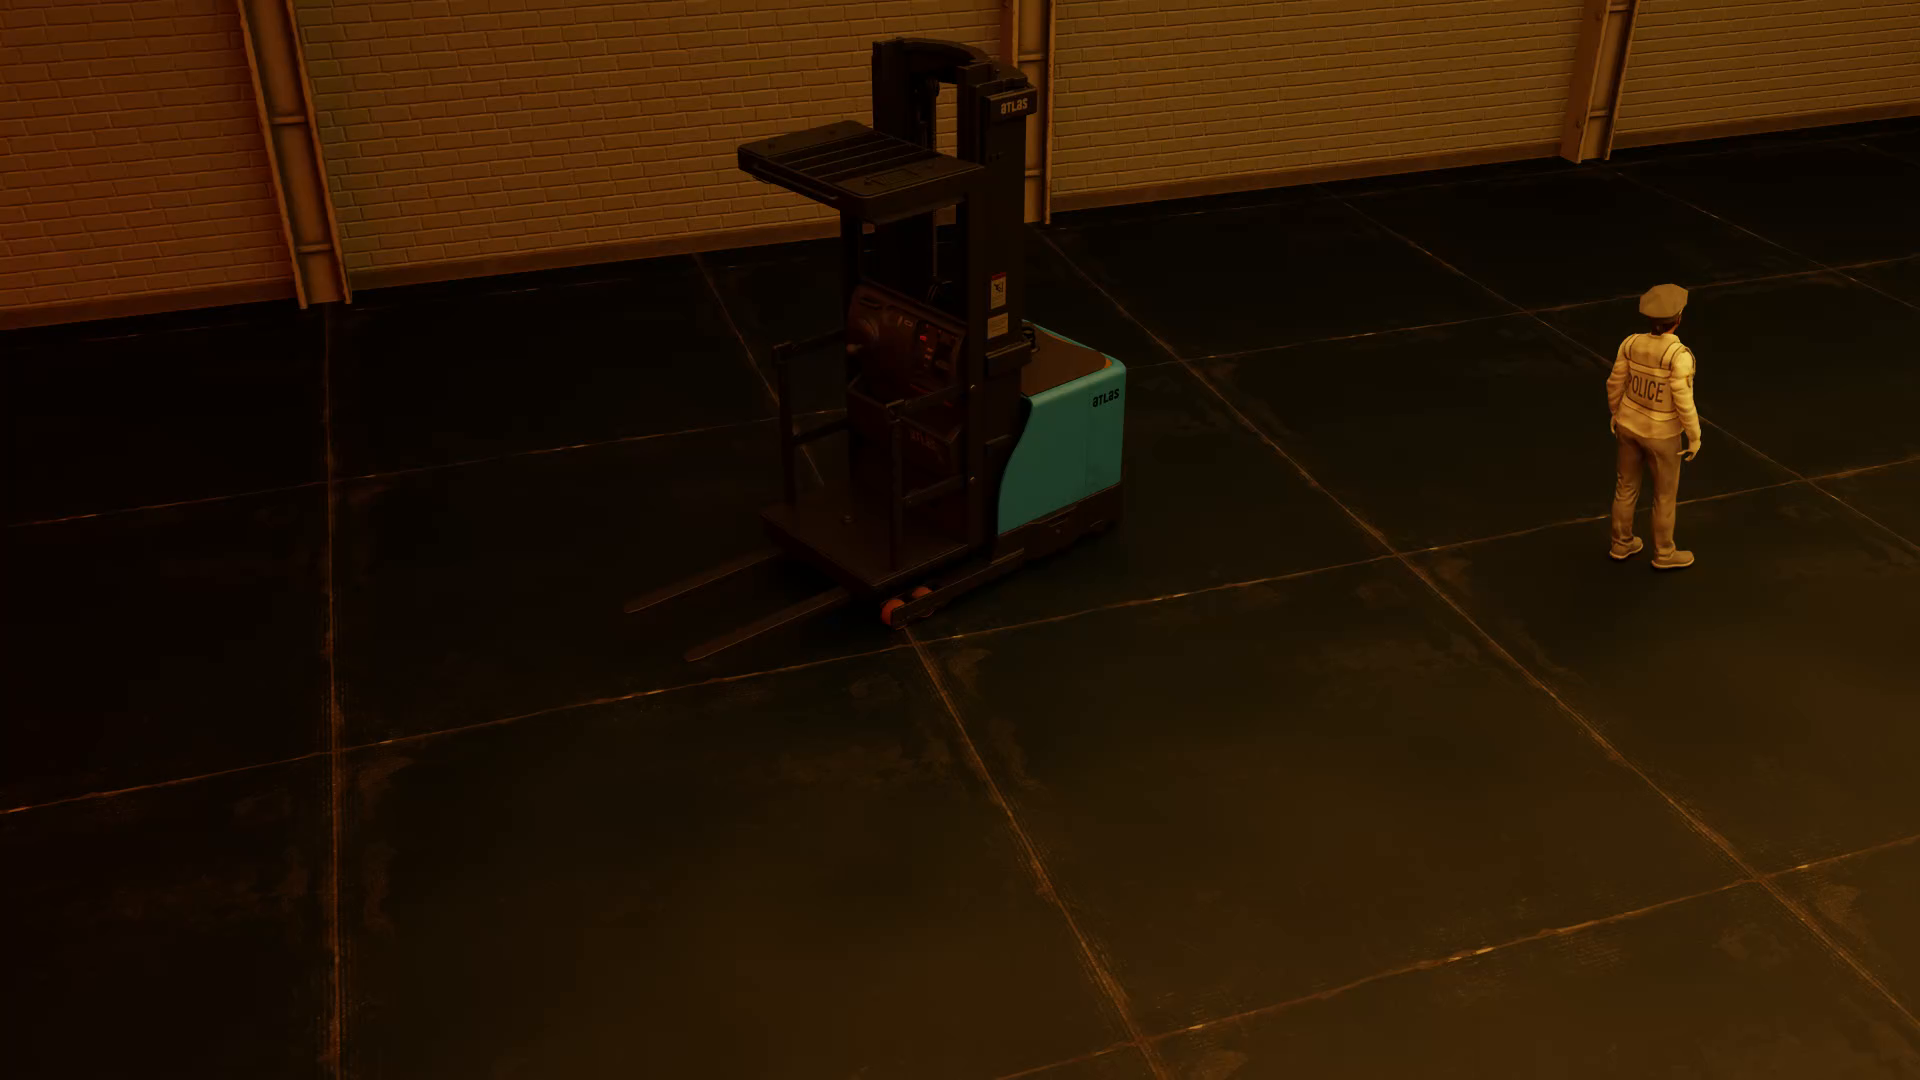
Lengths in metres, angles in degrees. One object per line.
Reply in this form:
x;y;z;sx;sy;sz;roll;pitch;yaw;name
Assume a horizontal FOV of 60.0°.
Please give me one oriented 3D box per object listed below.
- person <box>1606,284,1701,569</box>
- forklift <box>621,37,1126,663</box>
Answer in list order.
3.959;-0.648;9.439;0.531;1.694;0.587;-19;35;-29;person
-0.461;-1.072;8.951;3.031;2.935;1.130;-23;37;-34;forklift
